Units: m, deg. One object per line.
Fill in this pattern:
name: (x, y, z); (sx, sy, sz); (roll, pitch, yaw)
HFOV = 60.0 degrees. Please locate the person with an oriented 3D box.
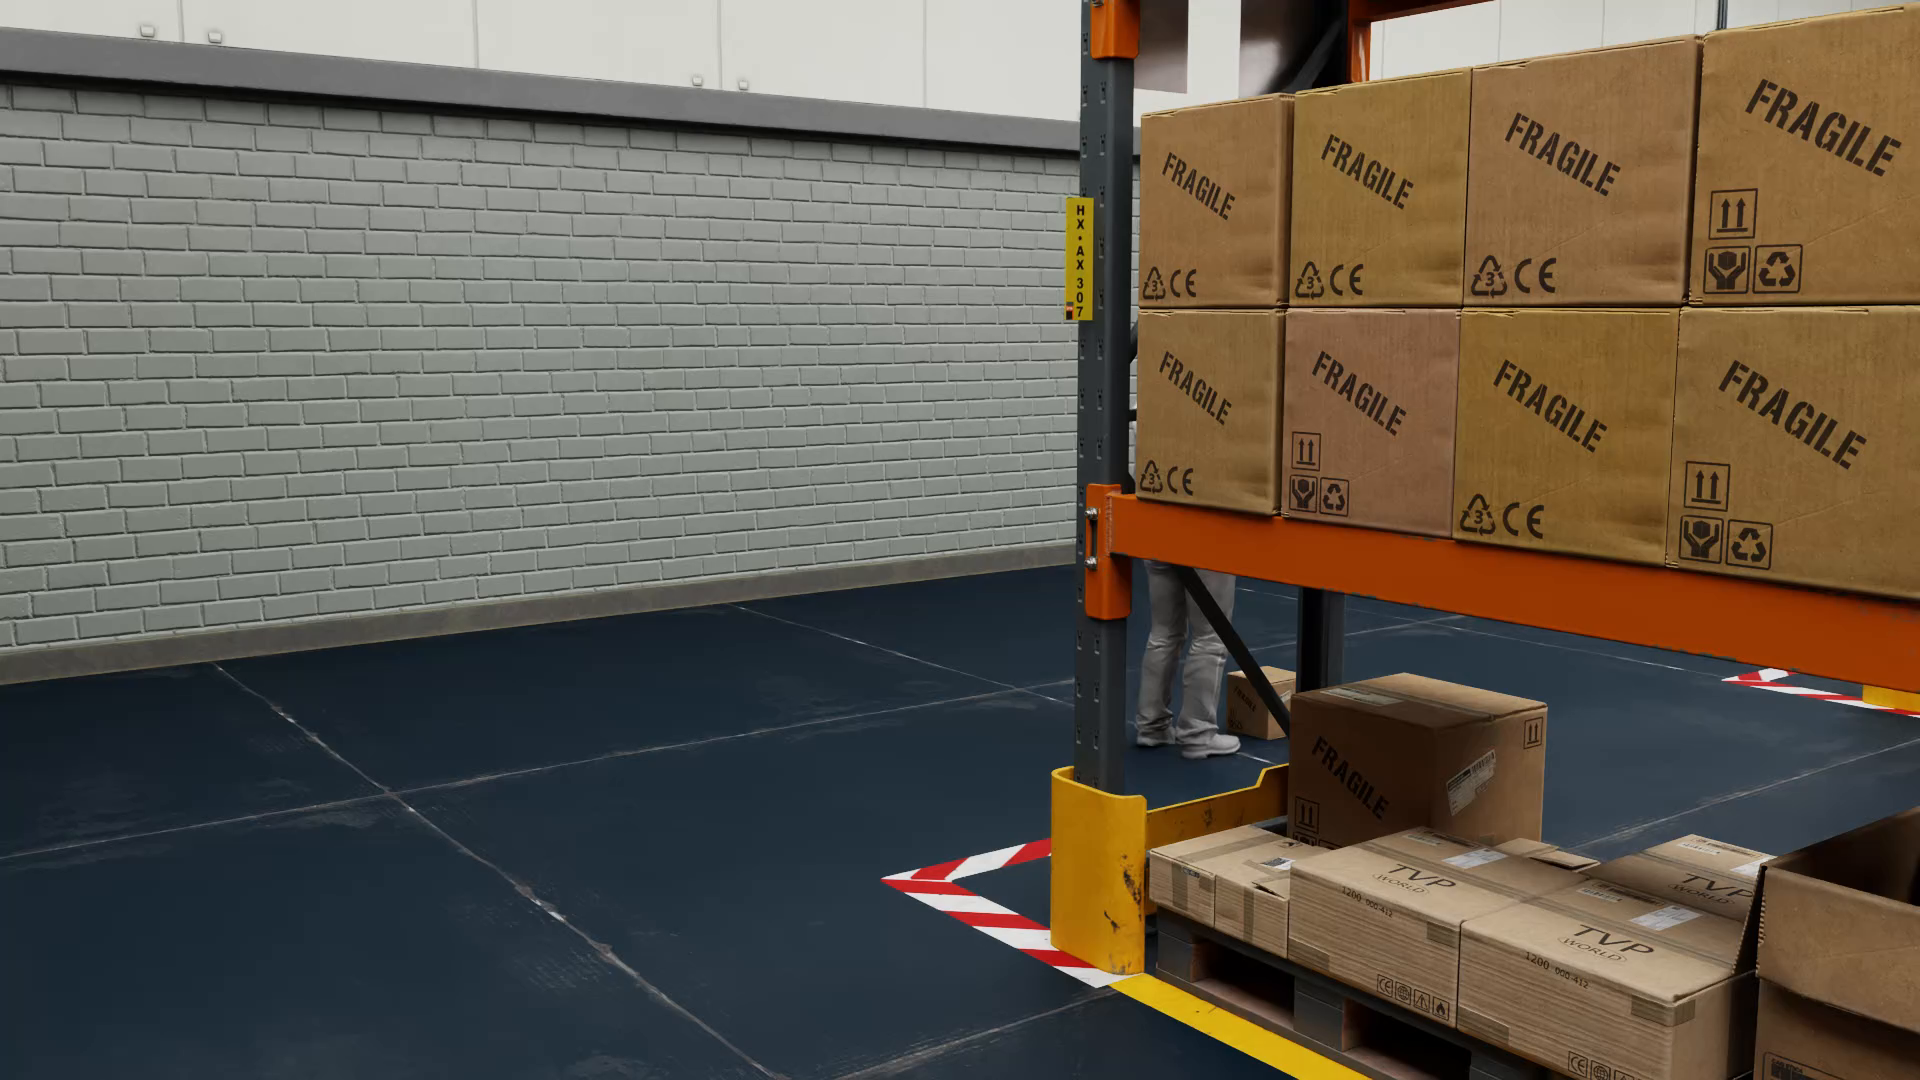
person: (0.933, 0.000, 6.815); (0.353, 1.792, 0.531); (-5, 9, -35)
